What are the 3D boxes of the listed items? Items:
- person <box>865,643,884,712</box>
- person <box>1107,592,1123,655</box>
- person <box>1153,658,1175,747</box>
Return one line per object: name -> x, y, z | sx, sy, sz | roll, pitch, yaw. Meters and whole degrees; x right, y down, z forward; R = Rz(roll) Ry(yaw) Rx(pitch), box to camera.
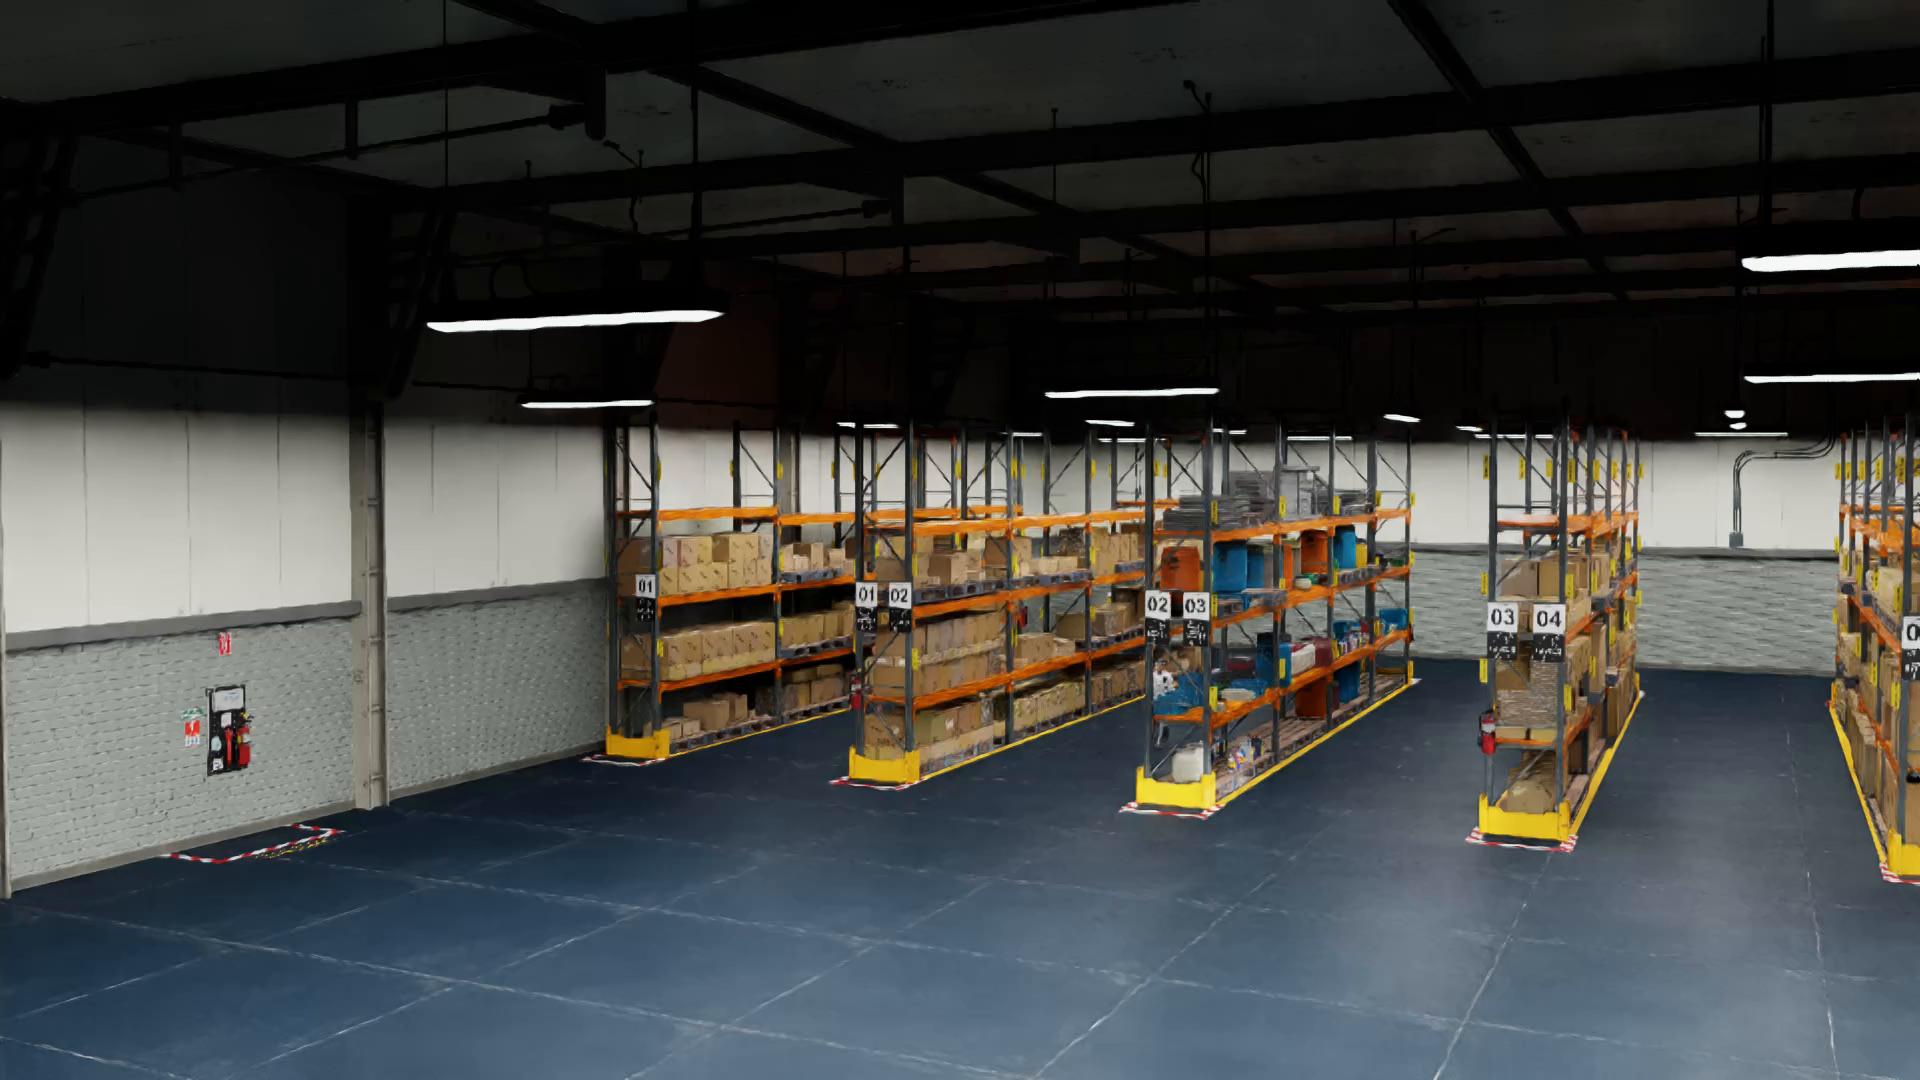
person -> -1.648, 2.829, 32.619 | 0.445, 1.572, 1.017 | 1, 3, 17
person -> 4.027, 2.262, 44.005 | 0.744, 1.752, 0.570 | -1, 3, -24
person -> 3.643, 2.916, 30.215 | 0.495, 1.589, 1.086 | 1, 3, 27
